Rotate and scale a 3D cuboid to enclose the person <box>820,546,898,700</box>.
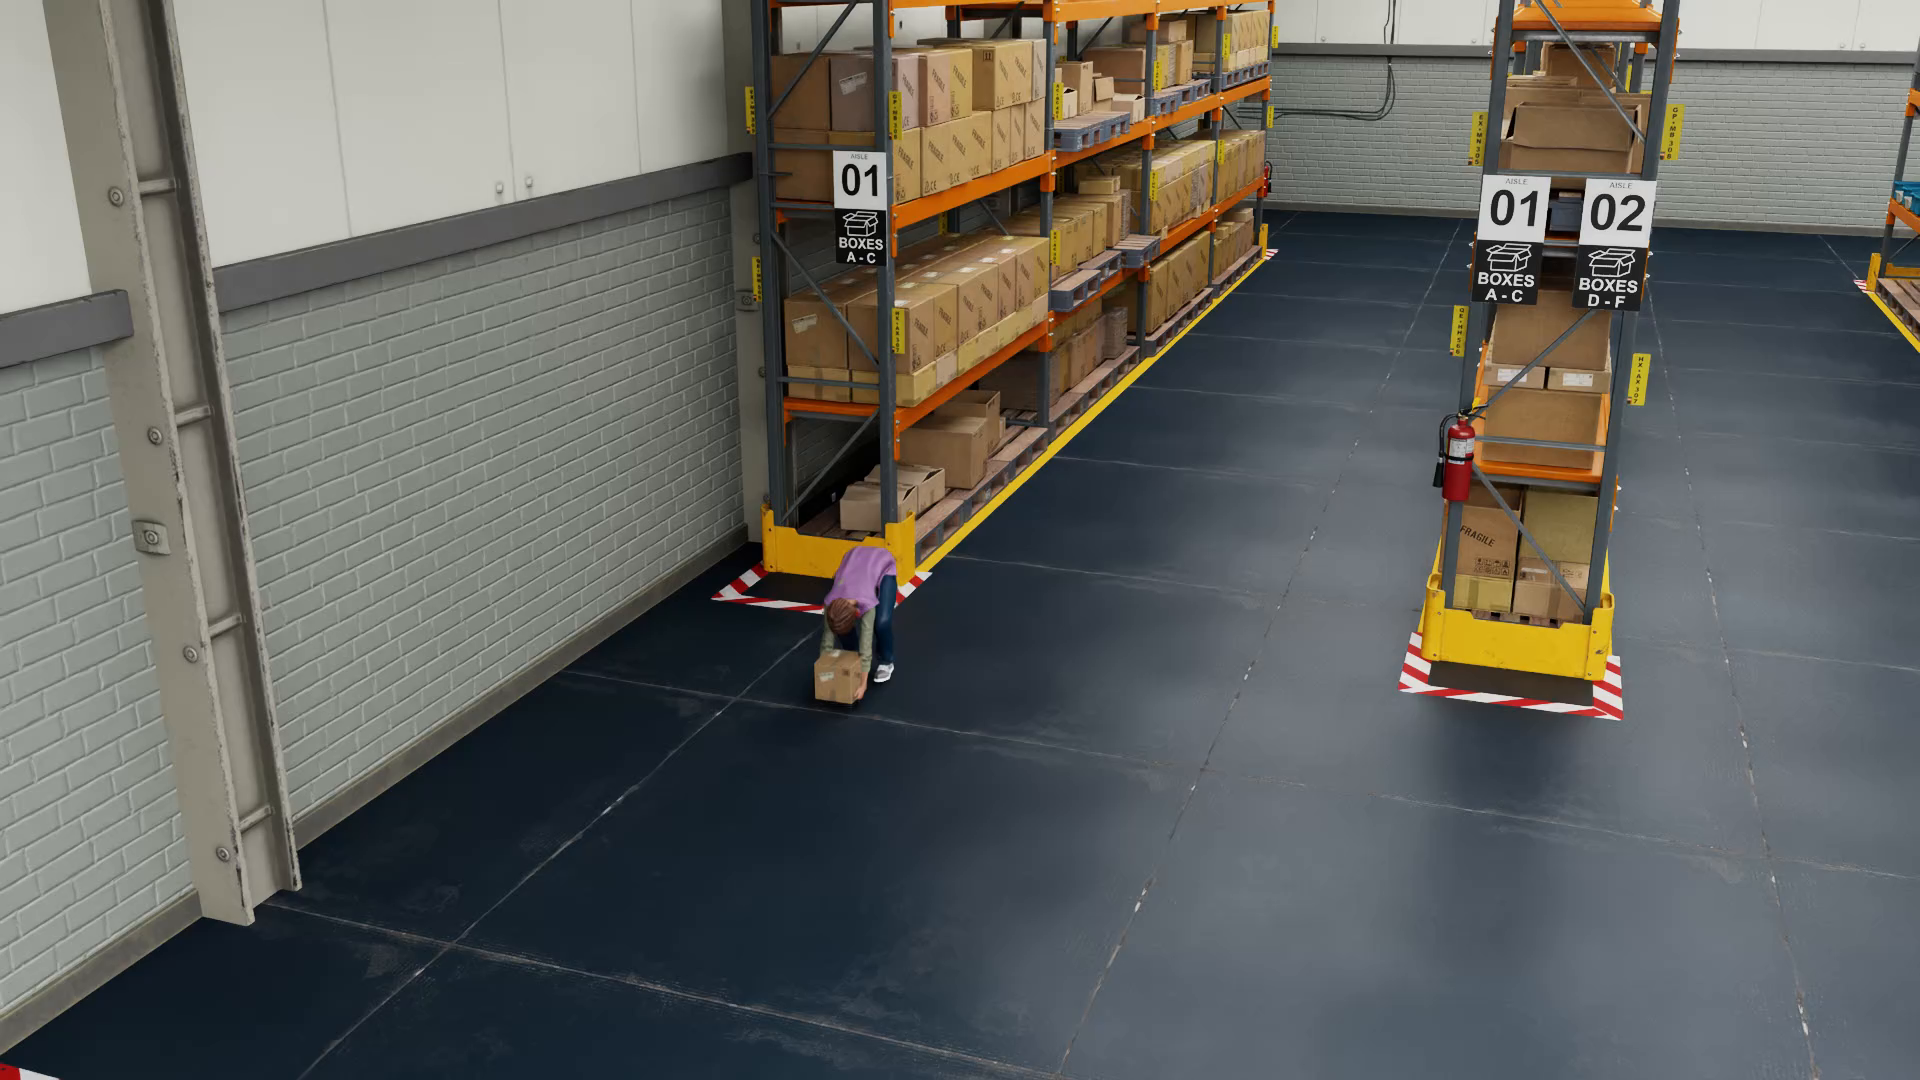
[{"bbox_3d":[-0.649,0.521,10.675,0.425,0.873,0.853,5,20,16],"label":"person"}]
